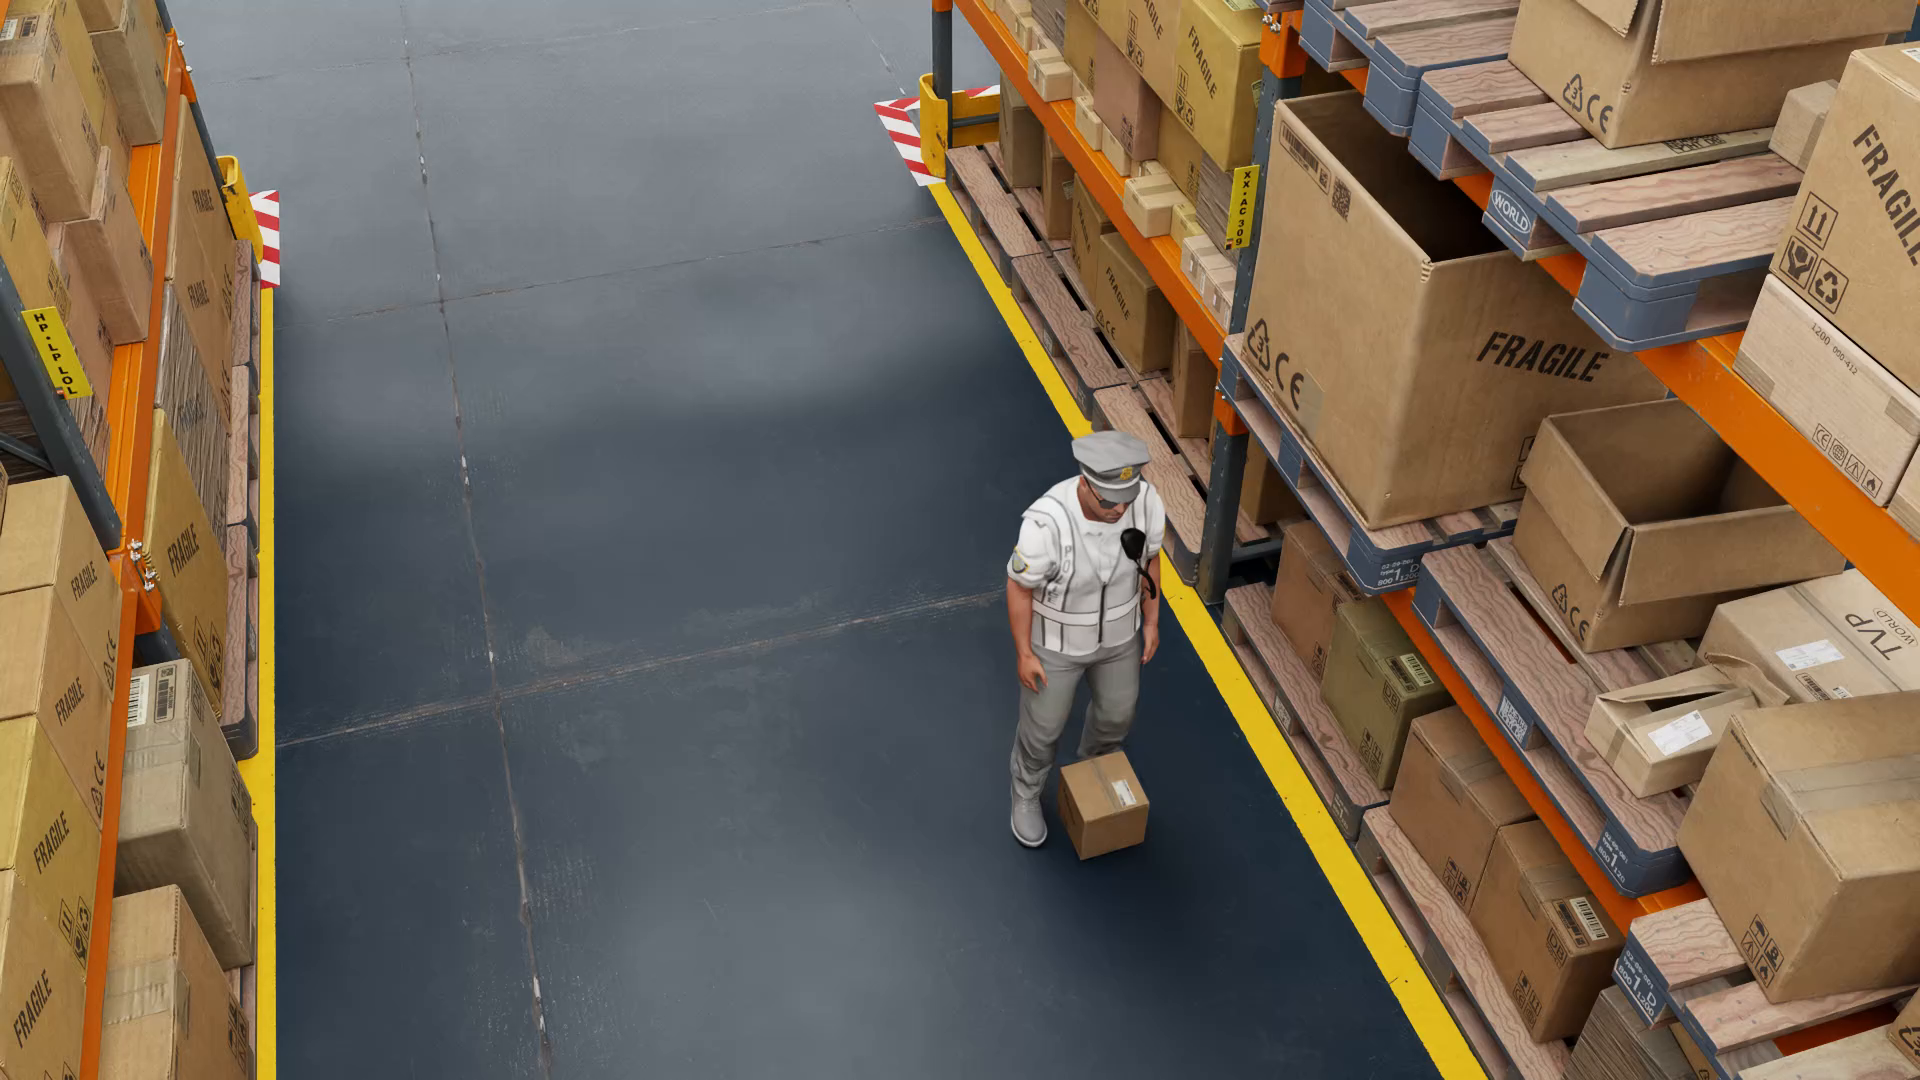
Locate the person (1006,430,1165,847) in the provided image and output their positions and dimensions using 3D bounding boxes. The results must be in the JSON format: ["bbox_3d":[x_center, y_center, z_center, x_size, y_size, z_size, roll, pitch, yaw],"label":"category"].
[{"bbox_3d":[0.428,0.313,5.805,0.572,1.749,0.434,-13,44,-14],"label":"person"}]
